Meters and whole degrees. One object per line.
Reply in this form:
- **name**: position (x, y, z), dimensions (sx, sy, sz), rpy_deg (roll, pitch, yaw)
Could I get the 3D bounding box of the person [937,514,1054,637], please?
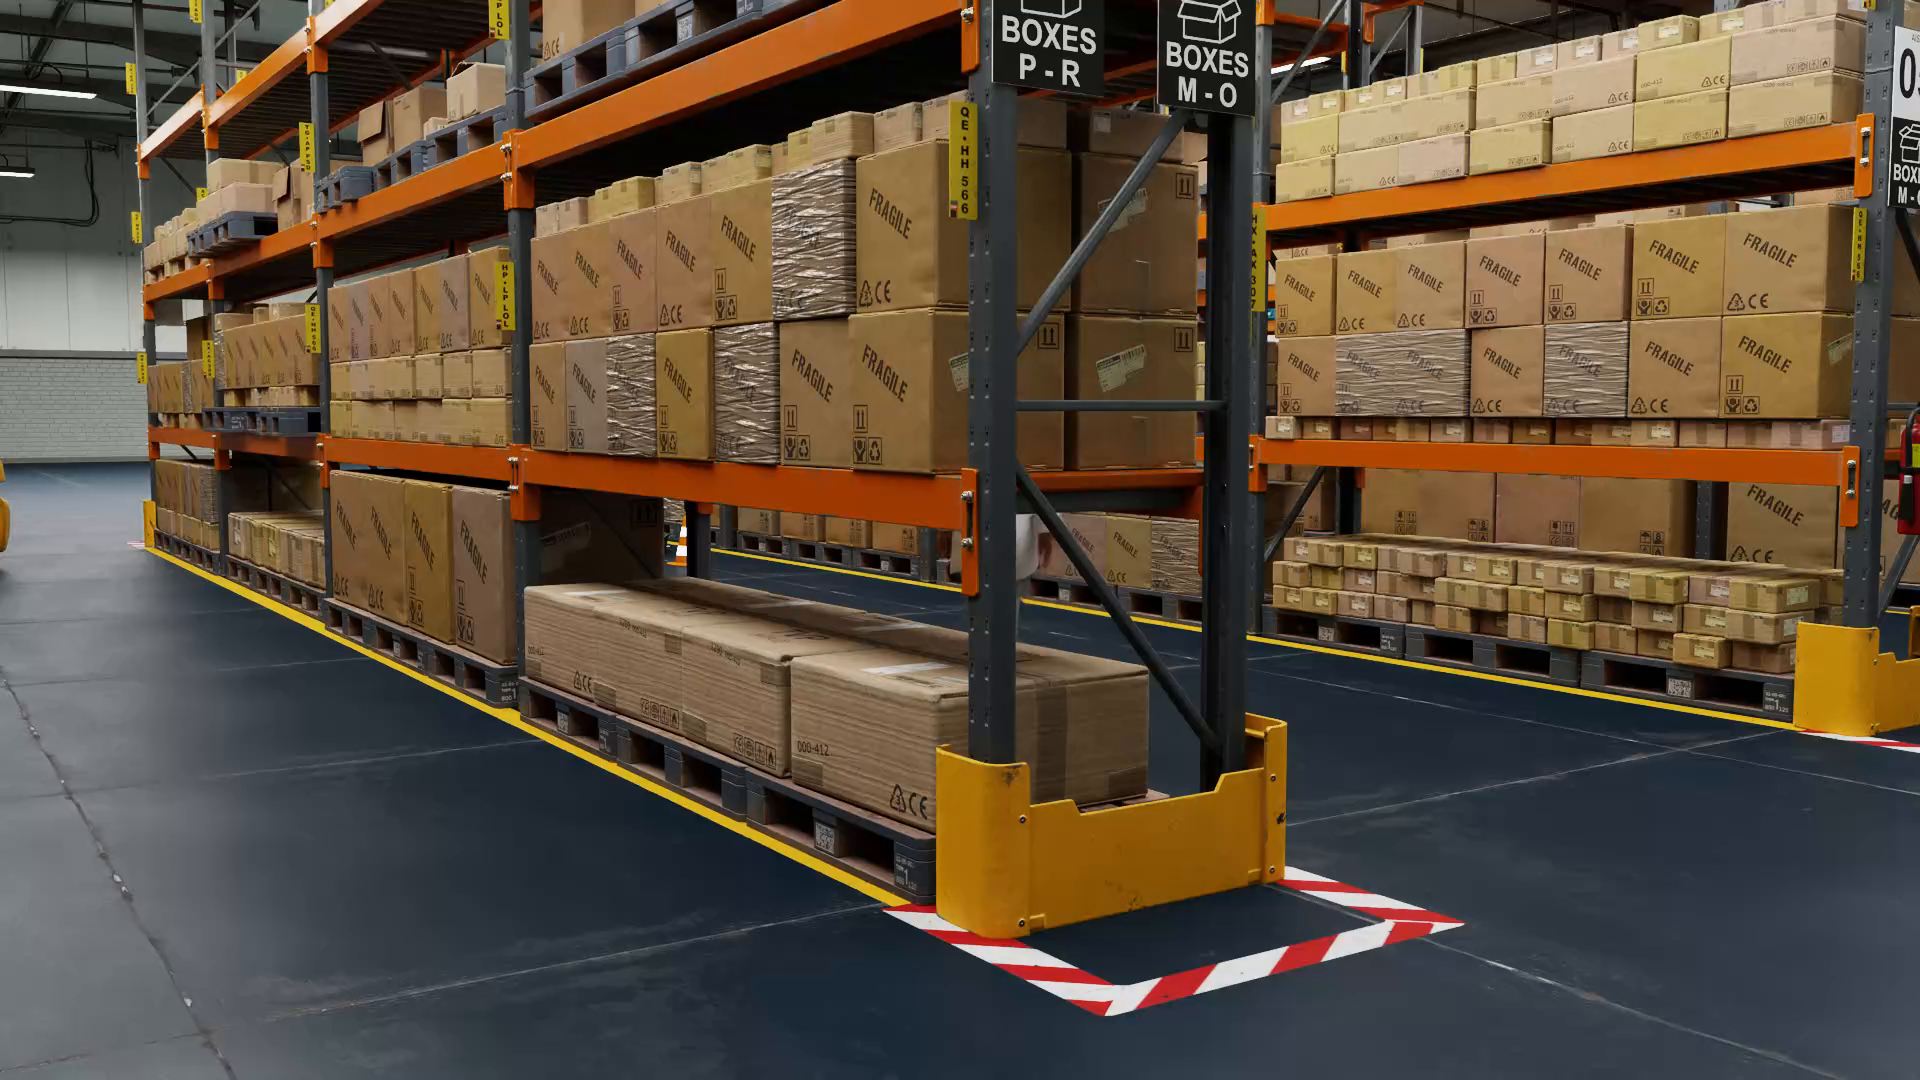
- **person**: position (0.181, -0.056, 8.505), dimensions (0.618, 1.742, 1.095), rpy_deg (0, 5, -5)
